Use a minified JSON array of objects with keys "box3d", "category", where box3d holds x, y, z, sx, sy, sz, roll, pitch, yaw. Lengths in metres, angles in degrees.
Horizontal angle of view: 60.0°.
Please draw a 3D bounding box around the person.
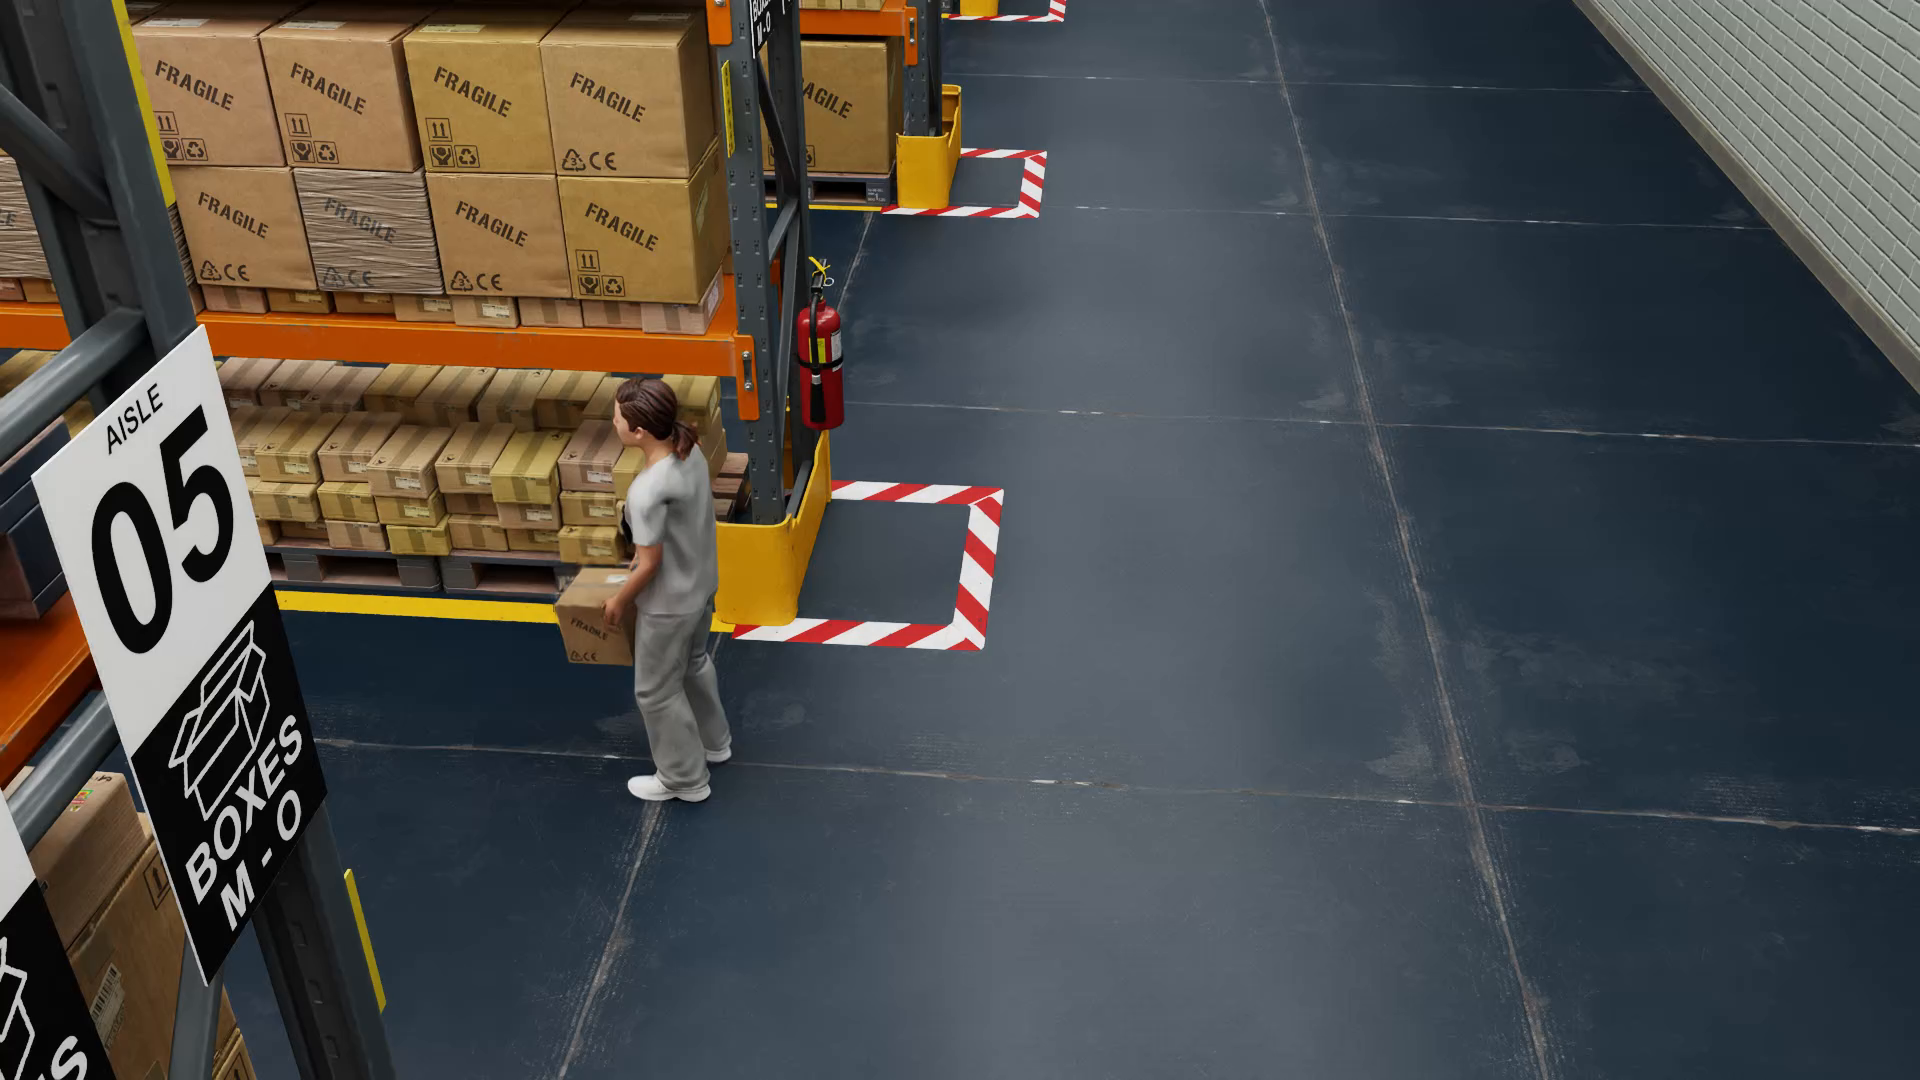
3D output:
[{"box3d":[-1.031,0.185,5.838,0.378,1.676,0.467,7,33,10],"category":"person"}]
